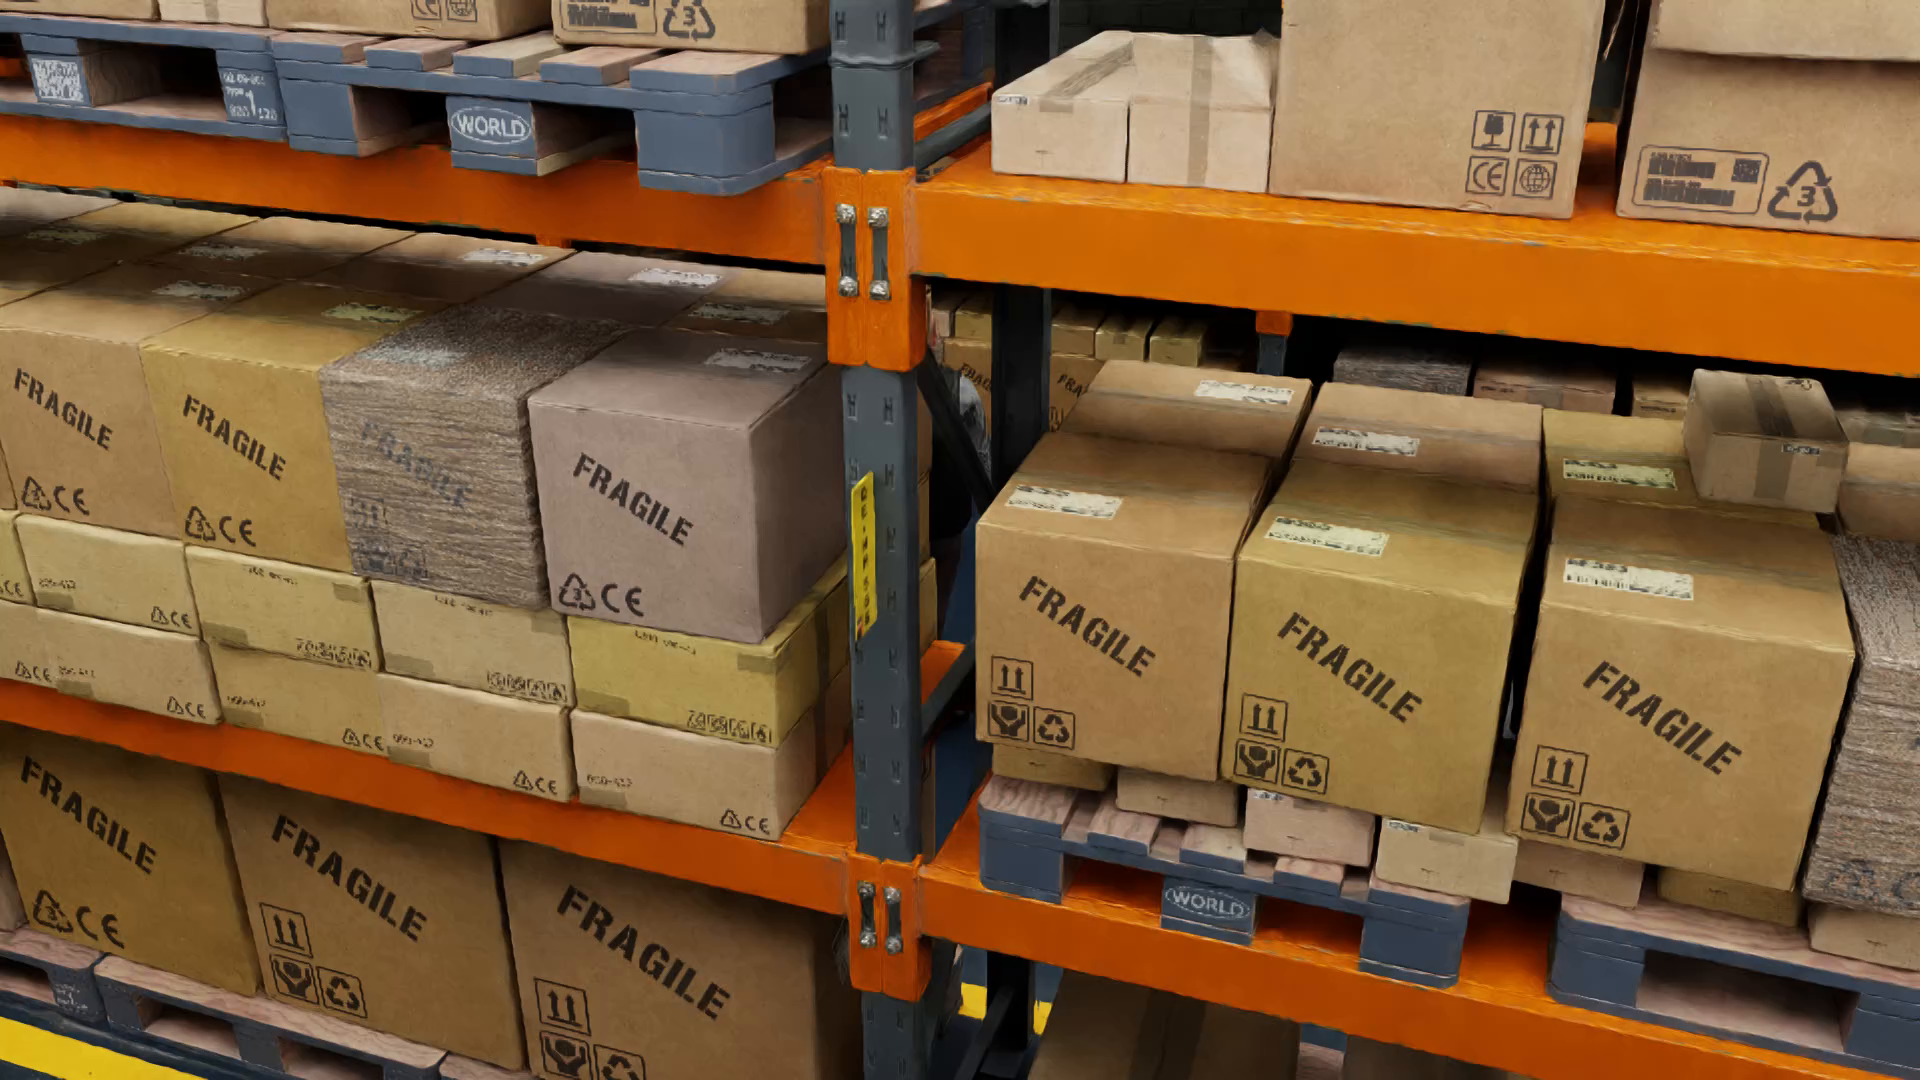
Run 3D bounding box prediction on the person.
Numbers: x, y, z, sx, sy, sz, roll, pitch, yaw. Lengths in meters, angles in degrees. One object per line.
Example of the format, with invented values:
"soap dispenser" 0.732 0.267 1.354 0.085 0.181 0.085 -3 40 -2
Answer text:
"person" -0.157 -0.041 6.191 0.634 1.727 0.366 -3 26 -7
